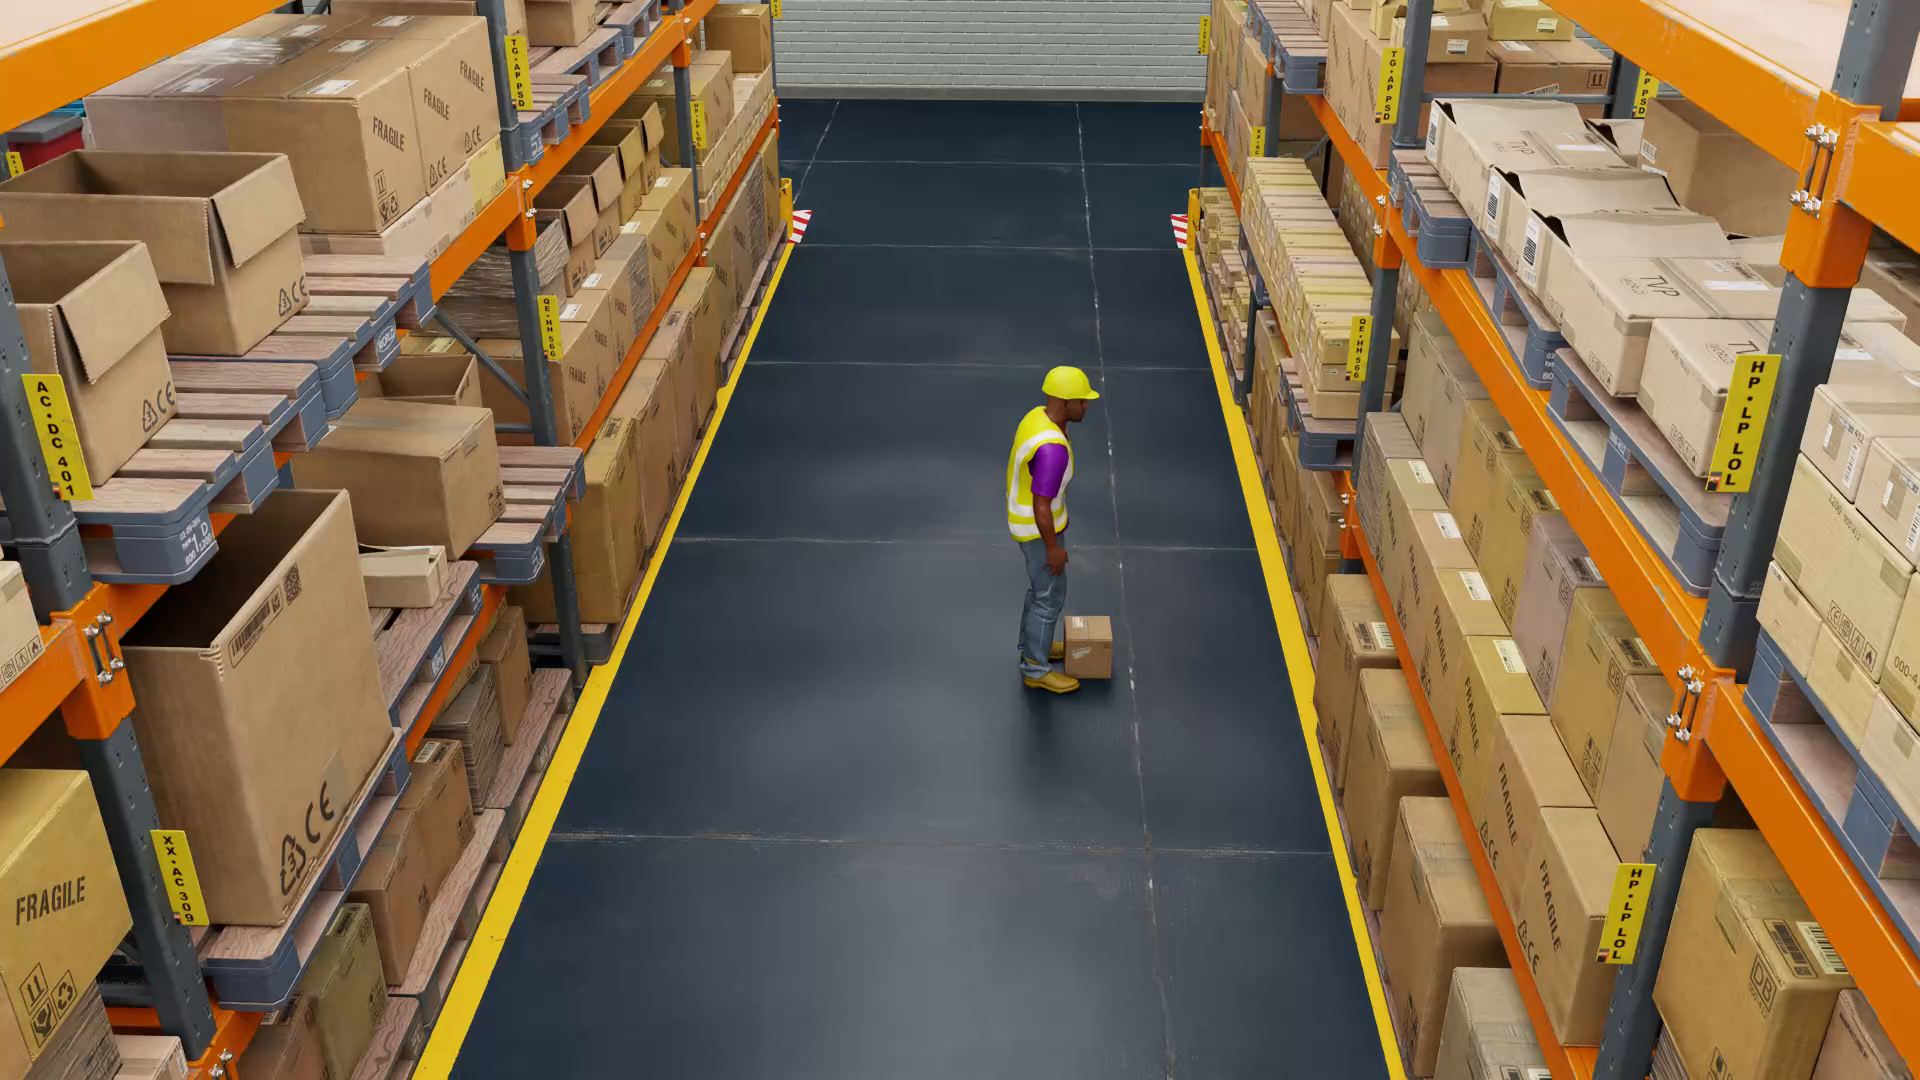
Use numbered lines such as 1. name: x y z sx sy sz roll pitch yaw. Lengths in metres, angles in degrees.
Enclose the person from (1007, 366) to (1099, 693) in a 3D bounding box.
1. person: 0.475 -0.080 8.753 0.463 1.760 0.634 1 28 1
